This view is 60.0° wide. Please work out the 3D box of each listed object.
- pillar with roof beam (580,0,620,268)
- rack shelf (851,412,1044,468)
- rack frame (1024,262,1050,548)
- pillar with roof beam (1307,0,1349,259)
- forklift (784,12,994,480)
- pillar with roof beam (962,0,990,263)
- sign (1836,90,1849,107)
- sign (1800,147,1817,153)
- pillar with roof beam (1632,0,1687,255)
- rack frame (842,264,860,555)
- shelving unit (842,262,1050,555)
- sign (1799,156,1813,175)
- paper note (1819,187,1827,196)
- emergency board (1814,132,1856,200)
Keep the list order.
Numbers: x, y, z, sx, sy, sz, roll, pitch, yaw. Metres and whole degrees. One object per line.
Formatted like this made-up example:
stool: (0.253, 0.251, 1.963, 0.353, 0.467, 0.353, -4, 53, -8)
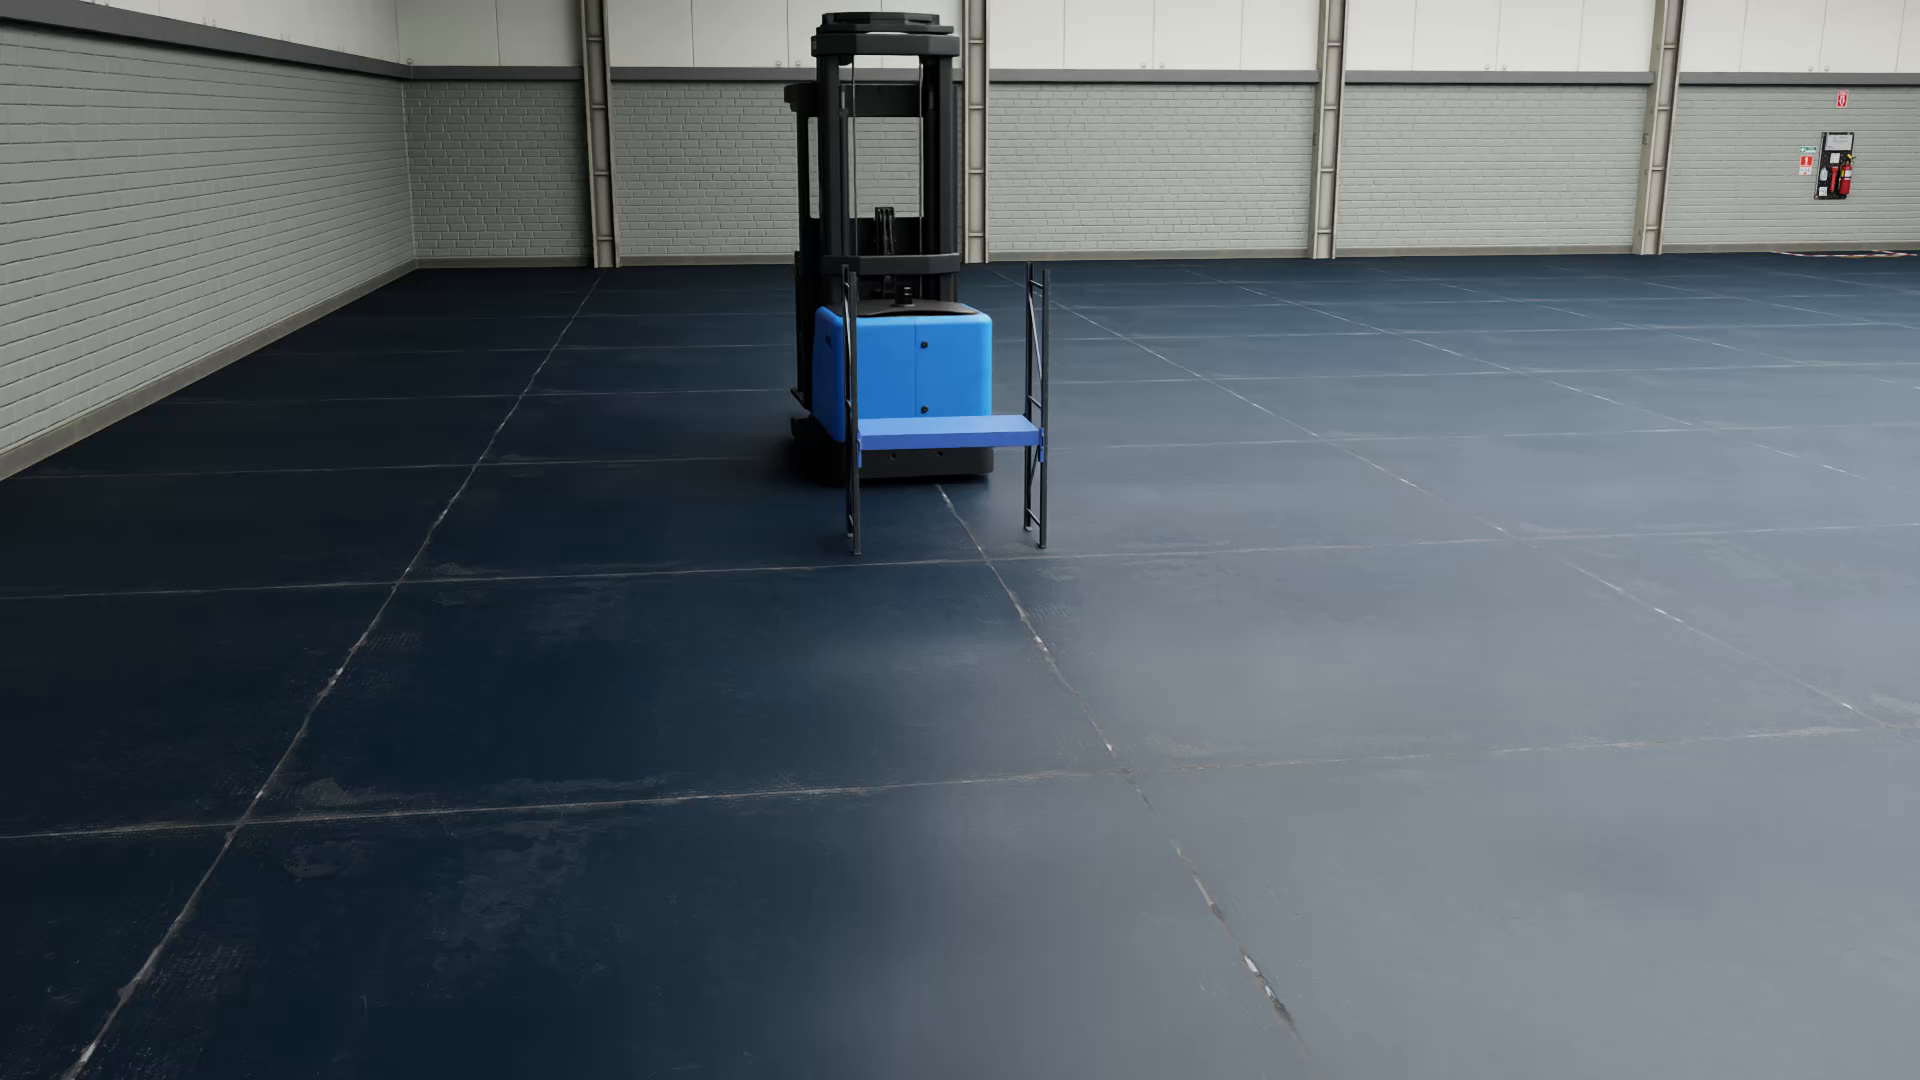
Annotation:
pillar with roof beam: (-5.038, -7.729, 21.543, 0.400, 9.000, 9.100, -2, 14, -8)
rack shelf: (-0.084, -0.550, 9.071, 1.000, 0.185, 0.538, -2, 14, -8)
rack frame: (0.418, -0.743, 9.101, 0.032, 1.500, 0.500, -2, 14, -8)
pillar with roof beam: (6.828, -8.164, 23.277, 0.400, 9.000, 9.100, -2, 14, -8)
forklift: (-0.611, -2.113, 11.621, 1.130, 2.935, 3.031, -3, 14, -12)
pillar with roof beam: (0.895, -7.947, 22.410, 0.400, 9.000, 9.100, -2, 14, -8)
sign: (15.580, -7.792, 29.362, 0.199, 0.298, 0.001, -2, 14, -8)
sign: (15.047, -6.921, 29.492, 0.331, 0.109, 0.001, -2, 14, -8)
pillar with roof beam: (12.761, -8.382, 24.144, 0.400, 9.000, 9.100, -2, 14, -8)
rack frame: (-0.587, -0.706, 8.954, 0.032, 1.500, 0.500, -2, 14, -8)
shelving unit: (-0.084, -0.724, 9.027, 1.048, 1.500, 0.538, -2, 14, -8)
sign: (15.041, -6.666, 29.564, 0.234, 0.329, 0.001, -2, 14, -8)
paper note: (15.418, -6.227, 29.697, 0.142, 0.148, 0.016, -2, 14, -8)
emergency board: (15.603, -6.644, 29.549, 0.643, 1.169, 0.194, -2, 14, -8)
